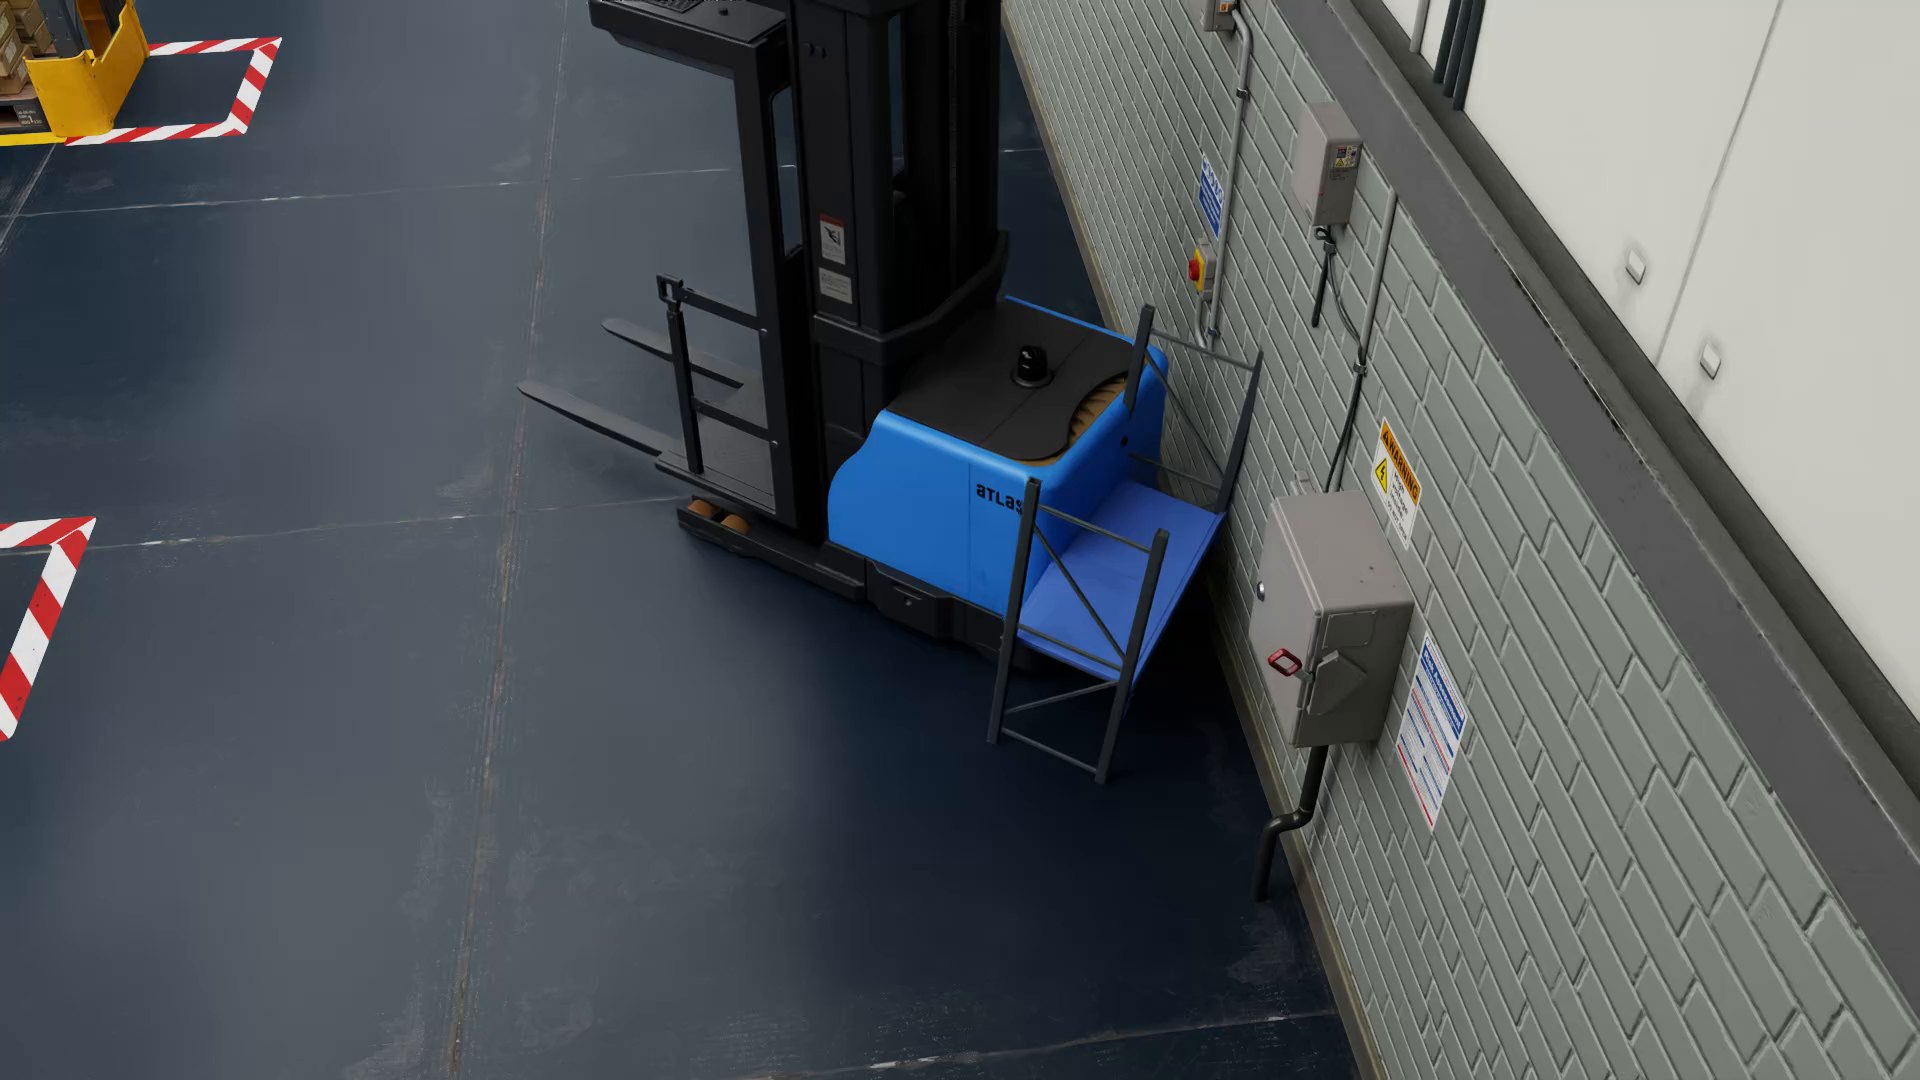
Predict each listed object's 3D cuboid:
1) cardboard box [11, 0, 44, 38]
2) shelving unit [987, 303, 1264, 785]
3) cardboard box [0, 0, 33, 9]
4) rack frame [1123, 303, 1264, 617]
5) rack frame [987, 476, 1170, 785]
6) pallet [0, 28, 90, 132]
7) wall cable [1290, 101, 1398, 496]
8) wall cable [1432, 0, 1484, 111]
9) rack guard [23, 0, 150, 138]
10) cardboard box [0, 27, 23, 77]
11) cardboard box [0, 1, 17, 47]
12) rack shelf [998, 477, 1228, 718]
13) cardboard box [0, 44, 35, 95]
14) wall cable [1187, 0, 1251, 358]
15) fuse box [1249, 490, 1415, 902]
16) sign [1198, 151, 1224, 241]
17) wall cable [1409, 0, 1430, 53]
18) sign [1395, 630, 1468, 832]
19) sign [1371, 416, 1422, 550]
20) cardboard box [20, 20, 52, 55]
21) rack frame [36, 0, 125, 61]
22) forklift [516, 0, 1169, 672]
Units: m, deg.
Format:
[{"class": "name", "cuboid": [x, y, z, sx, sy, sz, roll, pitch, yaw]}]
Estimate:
[{"class": "cardboard box", "cuboid": [-5.955, -3.318, 10.493, 0.250, 0.149, 0.380, -3, 42, -4]}, {"class": "shelving unit", "cuboid": [0.616, 0.058, 6.288, 0.538, 1.500, 1.048, 23, 50, 14]}, {"class": "cardboard box", "cuboid": [-5.966, -3.484, 10.454, 0.250, 0.149, 0.380, -7, 42, -7]}, {"class": "rack frame", "cuboid": [0.841, -0.272, 6.603, 0.500, 1.500, 0.032, 23, 50, 14]}, {"class": "rack frame", "cuboid": [0.392, 0.388, 5.973, 0.500, 1.500, 0.032, 23, 50, 14]}, {"class": "pallet", "cuboid": [-6.288, -2.896, 10.514, 1.213, 0.211, 1.003, -5, 42, -6]}, {"class": "wall cable", "cuboid": [1.123, -0.648, 5.181, 0.122, 1.984, 0.588, -5, 42, -6]}, {"class": "wall cable", "cuboid": [1.362, -1.276, 2.129, 0.133, 3.039, 2.988, -5, 42, -6]}, {"class": "rack guard", "cuboid": [-5.478, -3.050, 10.470, 0.348, 0.500, 1.175, -5, 42, -6]}, {"class": "cardboard box", "cuboid": [-5.889, -2.958, 10.093, 0.250, 0.149, 0.380, -6, 42, -7]}, {"class": "cardboard box", "cuboid": [-5.895, -3.089, 10.017, 0.250, 0.149, 0.380, -5, 42, -5]}, {"class": "rack shelf", "cuboid": [0.603, 0.177, 6.422, 0.538, 0.185, 1.000, 23, 50, 14]}, {"class": "cardboard box", "cuboid": [-5.897, -2.898, 10.250, 0.250, 0.149, 0.380, -4, 42, -5]}, {"class": "wall cable", "cuboid": [0.928, -1.601, 6.214, 0.123, 1.953, 0.585, -5, 42, -6]}, {"class": "fuse box", "cuboid": [1.055, 0.674, 5.436, 0.414, 1.711, 0.539, -5, 42, -6]}, {"class": "sign", "cuboid": [0.982, -1.349, 6.516, 0.001, 0.218, 0.327, -5, 42, -6]}, {"class": "wall cable", "cuboid": [1.038, -3.116, 4.196, 0.029, 3.000, 2.355, -5, 42, -6]}, {"class": "sign", "cuboid": [1.325, 0.541, 4.692, 0.001, 0.494, 0.329, -5, 42, -6]}, {"class": "sign", "cuboid": [1.253, -0.165, 4.788, 0.001, 0.242, 0.339, -5, 42, -6]}, {"class": "cardboard box", "cuboid": [-5.964, -3.250, 10.639, 0.250, 0.149, 0.380, -4, 42, -5]}, {"class": "rack frame", "cuboid": [-5.402, -3.985, 9.640, 0.127, 3.000, 1.000, -5, 42, -6]}, {"class": "forklift", "cuboid": [-0.663, -1.308, 6.723, 3.031, 2.935, 1.130, 23, 47, 23]}]
